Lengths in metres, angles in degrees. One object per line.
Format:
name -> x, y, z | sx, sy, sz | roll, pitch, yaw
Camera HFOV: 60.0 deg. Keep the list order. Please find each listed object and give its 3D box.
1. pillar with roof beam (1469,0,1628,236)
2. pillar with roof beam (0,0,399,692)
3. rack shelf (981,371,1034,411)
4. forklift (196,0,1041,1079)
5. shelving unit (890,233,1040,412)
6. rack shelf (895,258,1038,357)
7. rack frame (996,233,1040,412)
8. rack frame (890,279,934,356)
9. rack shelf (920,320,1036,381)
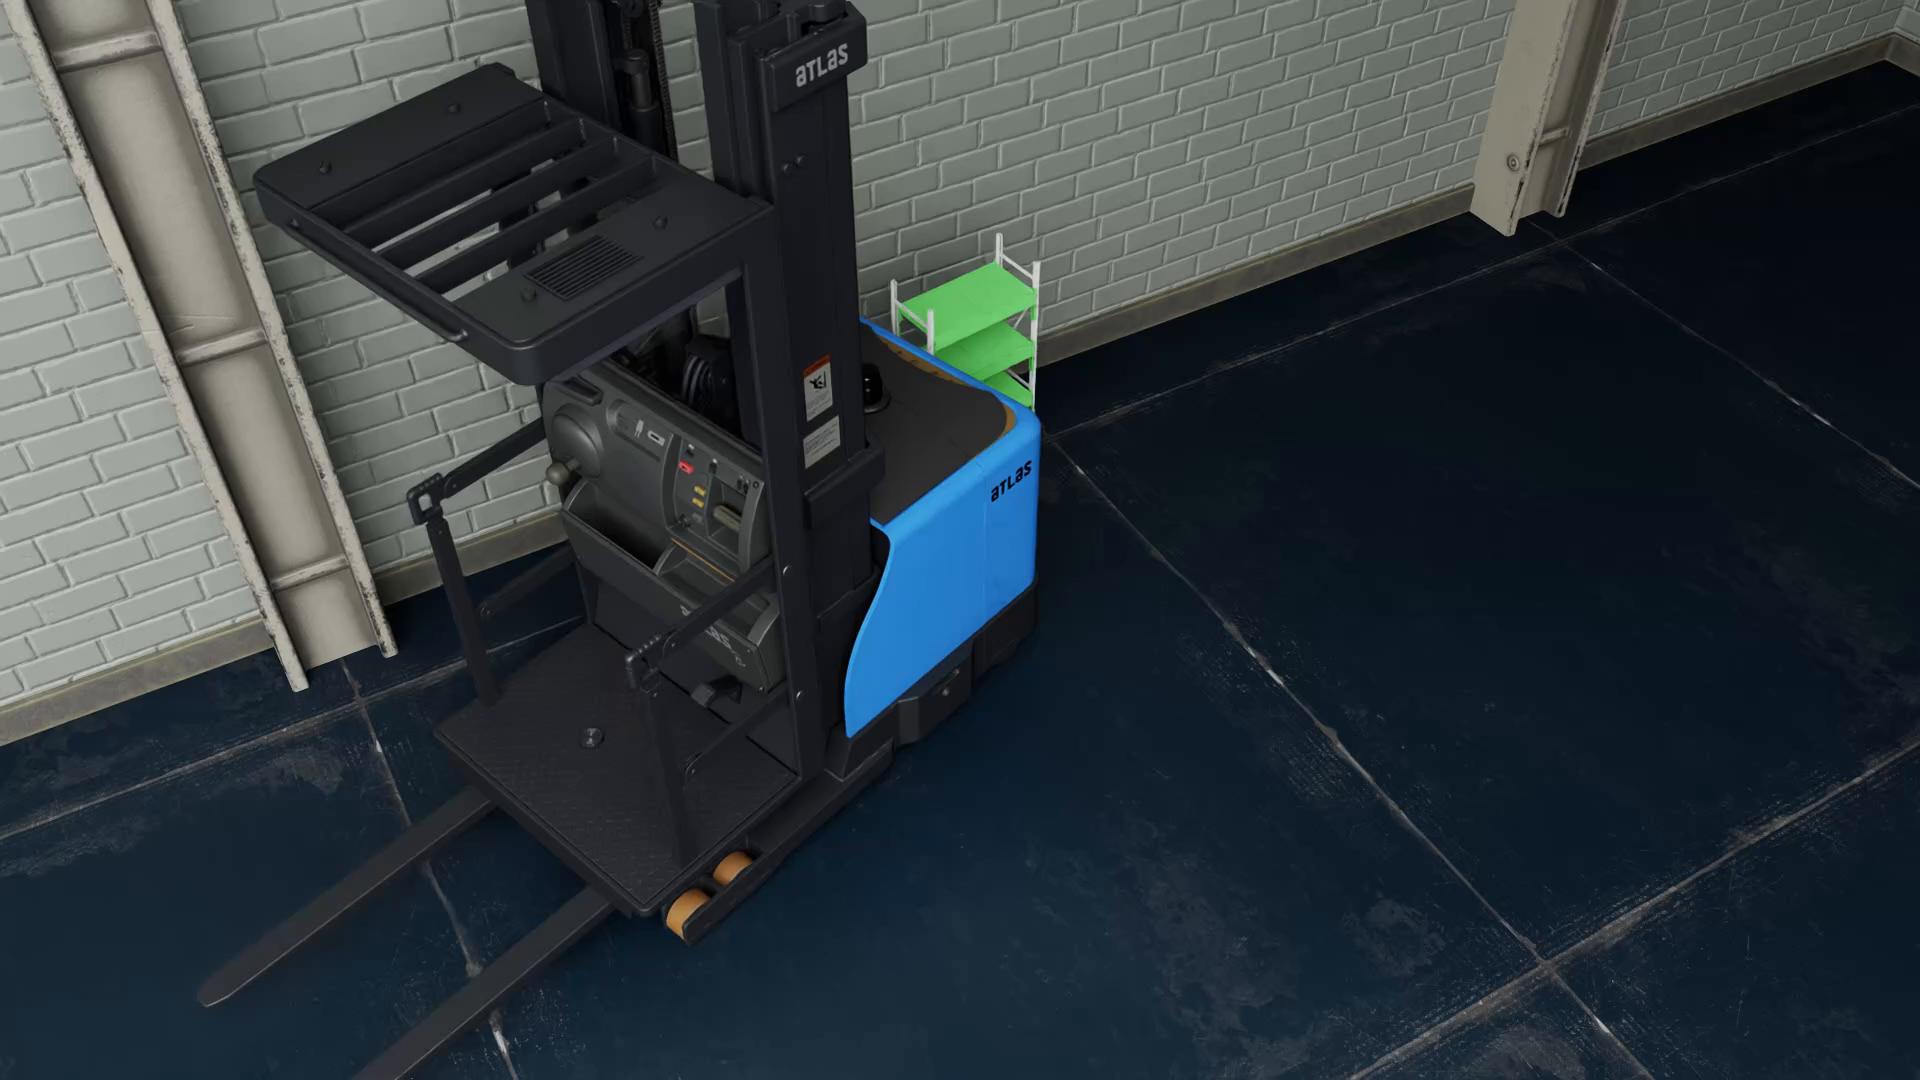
pillar with roof beam -> 4.973, -2.307, 2.666 | 0.400, 9.000, 9.100 | -22, 48, -21
pillar with roof beam -> -0.229, -0.225, 0.521 | 0.400, 9.000, 9.100 | -22, 48, -21
rack shelf -> 0.021, -0.499, 6.494 | 0.480, 0.148, 0.258 | -28, 51, -26
forklift -> -1.056, -0.156, 4.806 | 1.130, 2.935, 3.031 | 31, 52, 28
shelving unit -> 0.021, -0.545, 6.450 | 0.503, 1.200, 0.258 | -28, 51, -26
rack shelf -> 0.021, -0.843, 6.160 | 0.480, 0.148, 0.258 | -28, 51, -26
rack frame -> 0.214, -0.649, 6.557 | 0.015, 1.200, 0.240 | -28, 51, -26
rack frame -> -0.172, -0.440, 6.342 | 0.015, 1.200, 0.240 | -28, 51, -26
rack shelf -> 0.021, -0.671, 6.327 | 0.480, 0.148, 0.258 | -28, 51, -26
